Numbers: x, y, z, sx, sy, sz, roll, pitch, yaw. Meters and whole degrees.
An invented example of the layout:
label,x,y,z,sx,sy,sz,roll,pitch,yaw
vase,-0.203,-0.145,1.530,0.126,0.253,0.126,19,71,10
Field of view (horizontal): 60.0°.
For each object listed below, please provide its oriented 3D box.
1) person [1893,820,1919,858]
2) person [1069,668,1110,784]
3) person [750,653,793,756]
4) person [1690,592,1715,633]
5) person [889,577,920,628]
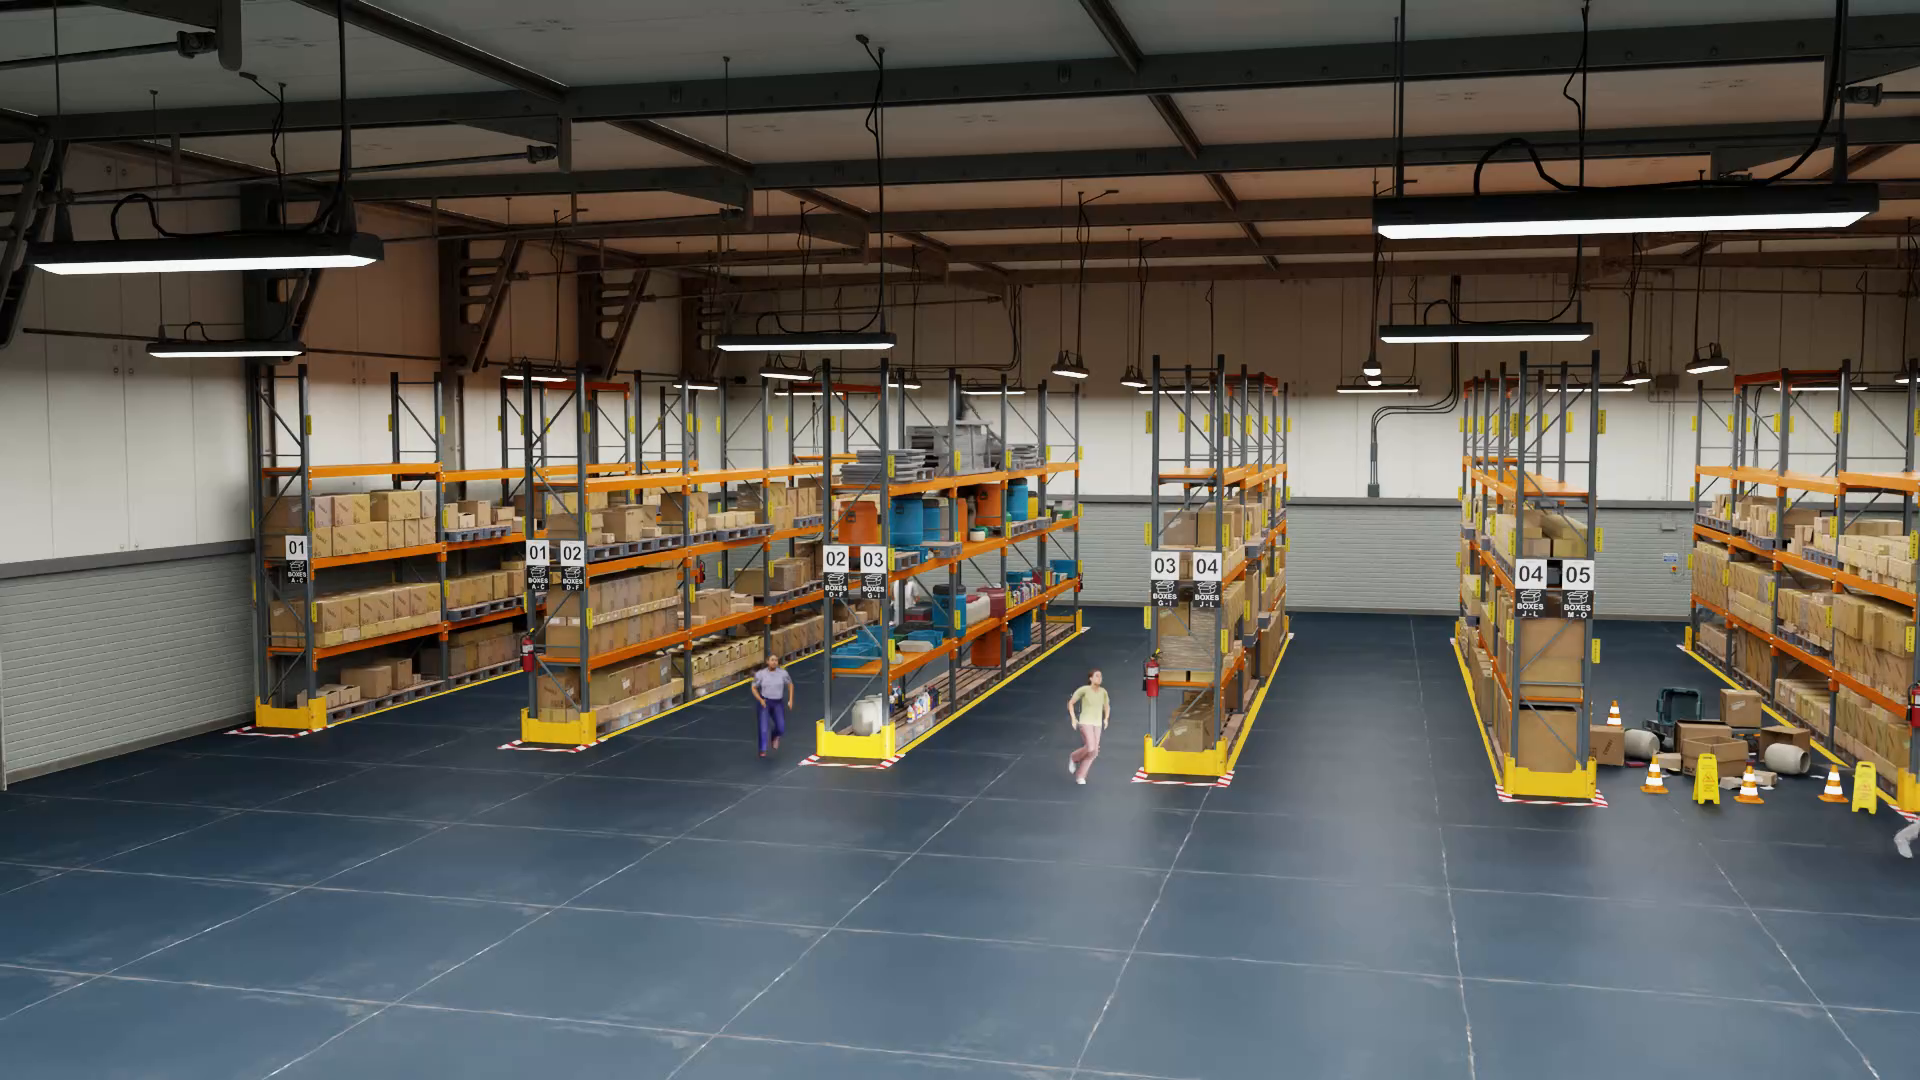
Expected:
label,x,y,z,sx,sy,sz,roll,pitch,yaw
person,11.032,2.894,18.667,0.743,1.714,1.057,-2,5,-29
person,1.861,2.595,23.298,0.613,1.594,0.531,-2,4,-24
person,-2.818,2.478,25.013,0.656,1.562,0.528,-1,4,-14
person,17.119,1.493,38.203,0.728,1.797,0.671,0,4,5
person,-1.161,1.474,34.568,0.660,1.776,0.876,1,4,8
